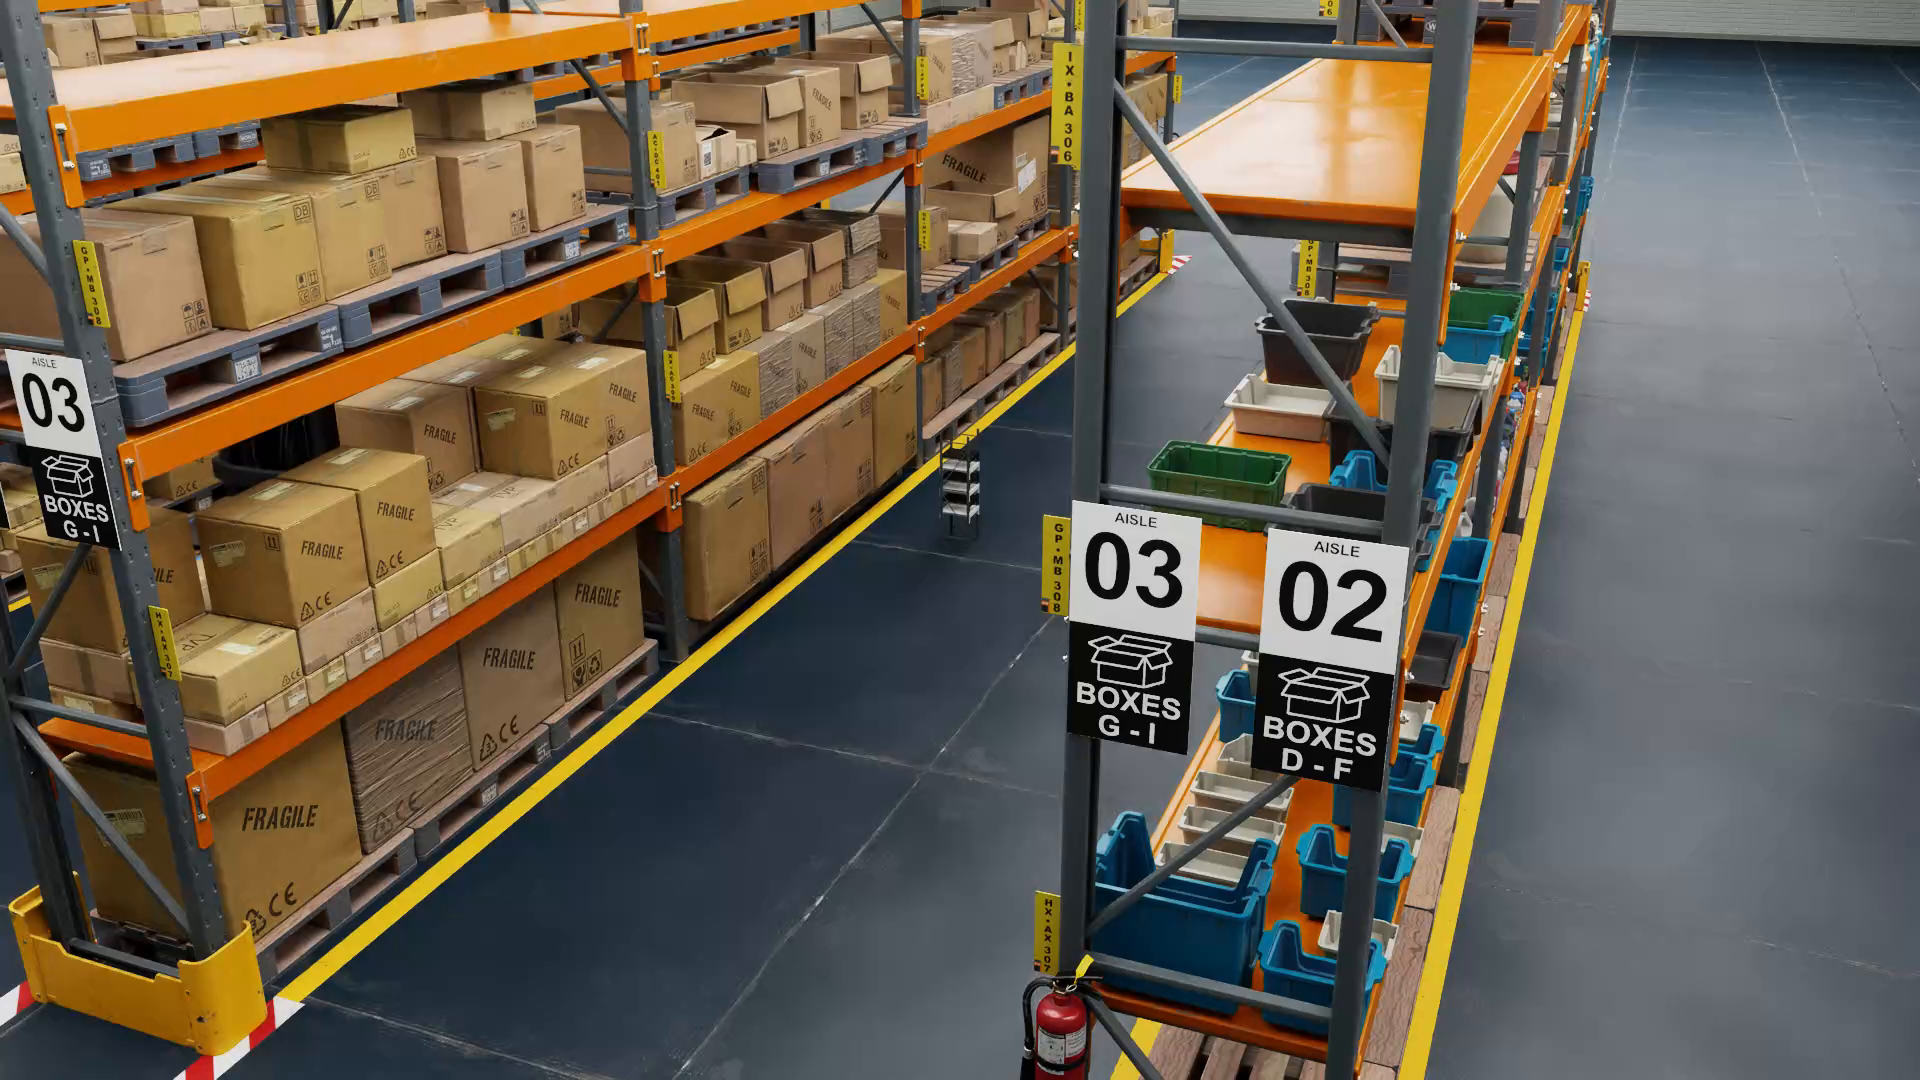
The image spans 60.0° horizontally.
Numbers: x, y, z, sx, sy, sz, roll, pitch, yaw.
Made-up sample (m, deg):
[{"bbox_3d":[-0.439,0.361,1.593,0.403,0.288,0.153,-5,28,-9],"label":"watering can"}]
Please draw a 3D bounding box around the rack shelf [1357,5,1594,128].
[{"bbox_3d":[3.047,-2.909,9.714,1.077,0.370,4.000,9,24,20],"label":"rack shelf"}]

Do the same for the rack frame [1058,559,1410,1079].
[{"bbox_3d":[0.819,1.490,5.514,1.000,3.000,0.127,9,24,20],"label":"rack frame"}]

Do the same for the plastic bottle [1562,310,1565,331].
[{"bbox_3d":[6.316,-2.326,17.613,0.152,0.276,0.135,8,24,19],"label":"plastic bottle"}]

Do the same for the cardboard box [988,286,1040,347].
[{"bbox_3d":[0.429,-2.346,17.371,0.700,0.500,0.500,7,24,16],"label":"cardboard box"}]

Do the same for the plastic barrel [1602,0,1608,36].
[{"bbox_3d":[6.699,-5.820,18.020,0.600,0.830,0.708,9,24,20],"label":"plastic barrel"}]

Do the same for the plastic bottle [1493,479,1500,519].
[{"bbox_3d":[3.167,-0.276,9.892,0.061,0.283,0.133,9,24,20],"label":"plastic bottle"}]

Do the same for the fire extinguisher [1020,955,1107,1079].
[{"bbox_3d":[0.341,1.686,5.627,0.296,0.674,0.183,9,24,20],"label":"fire extinguisher"}]

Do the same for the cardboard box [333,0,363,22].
[{"bbox_3d":[-7.923,-6.689,21.011,0.500,0.250,0.500,9,24,20],"label":"cardboard box"}]

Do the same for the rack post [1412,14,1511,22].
[{"bbox_3d":[2.938,-3.222,9.659,0.937,0.300,0.954,12,25,26],"label":"rack post"}]

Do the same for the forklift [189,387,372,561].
[{"bbox_3d":[-4.094,-0.787,11.053,1.130,2.935,3.031,7,24,17],"label":"forklift"}]

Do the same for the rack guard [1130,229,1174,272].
[{"bbox_3d":[2.135,-3.764,21.336,1.175,0.500,0.348,9,24,20],"label":"rack guard"}]

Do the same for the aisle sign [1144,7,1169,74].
[{"bbox_3d":[2.465,-6.124,20.368,0.394,0.787,0.004,9,24,20],"label":"aisle sign"}]

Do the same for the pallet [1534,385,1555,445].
[{"bbox_3d":[5.020,-1.231,15.646,1.003,0.211,1.213,9,24,20],"label":"pallet"}]

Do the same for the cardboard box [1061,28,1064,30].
[{"bbox_3d":[1.292,-5.378,17.741,0.380,0.149,0.250,10,24,22],"label":"cardboard box"}]

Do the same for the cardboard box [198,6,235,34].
[{"bbox_3d":[-8.799,-6.031,19.277,0.500,0.250,0.500,9,24,21],"label":"cardboard box"}]

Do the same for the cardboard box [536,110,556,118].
[{"bbox_3d":[-4.258,-4.404,18.198,0.700,0.500,0.500,8,24,19],"label":"cardboard box"}]

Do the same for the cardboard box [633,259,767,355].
[{"bbox_3d":[-1.799,-1.633,11.560,0.797,0.503,0.637,9,24,21],"label":"cardboard box"}]

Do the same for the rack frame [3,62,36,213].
[{"bbox_3d":[-10.009,-3.501,17.462,1.000,3.000,0.127,9,24,20],"label":"rack frame"}]

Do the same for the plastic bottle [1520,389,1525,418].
[{"bbox_3d":[3.891,-0.954,11.623,0.097,0.201,0.097,0,23,0],"label":"plastic bottle"}]

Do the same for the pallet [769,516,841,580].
[{"bbox_3d":[-1.626,-0.089,12.912,1.003,0.211,1.213,9,24,20],"label":"pallet"}]

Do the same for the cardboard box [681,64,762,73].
[{"bbox_3d":[-3.031,-5.741,21.228,0.875,0.550,0.550,9,24,20],"label":"cardboard box"}]

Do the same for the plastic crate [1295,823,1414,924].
[{"bbox_3d":[1.461,1.263,6.197,0.416,0.233,0.300,9,24,20],"label":"plastic crate"}]

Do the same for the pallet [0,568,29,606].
[{"bbox_3d":[-7.078,0.135,12.375,1.003,0.211,1.213,9,24,20],"label":"pallet"}]

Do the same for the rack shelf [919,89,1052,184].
[{"bbox_3d":[-0.065,-3.850,15.339,1.077,0.370,4.000,9,24,20],"label":"rack shelf"}]

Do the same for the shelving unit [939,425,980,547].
[{"bbox_3d":[-0.003,-0.412,12.792,0.258,0.900,0.210,9,24,20],"label":"shelving unit"}]

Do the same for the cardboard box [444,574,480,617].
[{"bbox_3d":[-2.772,0.266,8.769,0.380,0.149,0.250,8,24,19],"label":"cardboard box"}]

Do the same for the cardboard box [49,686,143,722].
[{"bbox_3d":[-3.953,0.722,7.678,0.380,0.149,0.250,9,24,21],"label":"cardboard box"}]

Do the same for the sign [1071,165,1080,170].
[{"bbox_3d":[1.194,-3.970,17.082,0.100,0.325,0.005,9,24,20],"label":"sign"}]

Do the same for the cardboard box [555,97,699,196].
[{"bbox_3d":[-2.088,-2.484,10.461,0.700,0.500,0.500,9,24,21],"label":"cardboard box"}]

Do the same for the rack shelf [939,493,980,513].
[{"bbox_3d":[-0.003,-0.299,12.840,0.258,0.077,0.200,9,24,20],"label":"rack shelf"}]

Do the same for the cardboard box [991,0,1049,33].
[{"bbox_3d":[0.608,-5.509,17.214,0.500,0.500,0.500,8,24,19],"label":"cardboard box"}]

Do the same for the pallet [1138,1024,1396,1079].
[{"bbox_3d":[1.161,2.487,6.745,1.003,0.211,1.213,9,24,20],"label":"pallet"}]

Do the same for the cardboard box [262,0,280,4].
[{"bbox_3d":[-8.608,-6.713,20.552,0.380,0.149,0.250,9,24,21],"label":"cardboard box"}]

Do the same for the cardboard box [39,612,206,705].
[{"bbox_3d":[-3.846,0.501,7.689,0.500,0.250,0.500,8,24,19],"label":"cardboard box"}]

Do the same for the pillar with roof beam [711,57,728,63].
[{"bbox_3d":[-2.060,-15.546,38.516,9.100,9.000,0.400,9,24,20],"label":"pillar with roof beam"}]

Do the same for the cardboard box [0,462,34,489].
[{"bbox_3d":[-7.182,-0.456,12.555,0.380,0.149,0.250,10,25,22],"label":"cardboard box"}]

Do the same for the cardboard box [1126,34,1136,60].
[{"bbox_3d":[1.657,-5.509,18.572,0.500,0.250,0.500,8,24,19],"label":"cardboard box"}]

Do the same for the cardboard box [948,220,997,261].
[{"bbox_3d":[0.028,-2.774,15.370,0.500,0.250,0.500,8,24,19],"label":"cardboard box"}]

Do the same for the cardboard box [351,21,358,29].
[{"bbox_3d":[-7.911,-6.551,21.198,0.380,0.149,0.250,10,25,22],"label":"cardboard box"}]

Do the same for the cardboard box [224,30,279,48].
[{"bbox_3d":[-6.032,-4.225,14.181,0.396,0.266,0.258,9,24,20],"label":"cardboard box"}]

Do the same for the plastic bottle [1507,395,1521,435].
[{"bbox_3d":[3.746,-0.847,11.276,0.097,0.271,0.097,0,23,0],"label":"plastic bottle"}]

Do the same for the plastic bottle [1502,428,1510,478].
[{"bbox_3d":[3.396,-0.571,10.511,0.144,0.351,0.185,9,24,20],"label":"plastic bottle"}]

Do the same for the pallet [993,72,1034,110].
[{"bbox_3d":[-0.033,-4.234,15.568,1.213,0.211,1.003,9,24,20],"label":"pallet"}]

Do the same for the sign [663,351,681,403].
[{"bbox_3d":[-1.778,-1.008,10.268,0.100,0.325,0.005,9,24,20],"label":"sign"}]

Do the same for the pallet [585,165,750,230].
[{"bbox_3d":[-1.999,-2.282,10.900,0.805,0.209,1.217,8,24,18],"label":"pallet"}]

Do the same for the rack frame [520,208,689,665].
[{"bbox_3d":[-2.294,-0.651,10.639,1.000,3.000,0.127,9,24,20],"label":"rack frame"}]

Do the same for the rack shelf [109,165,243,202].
[{"bbox_3d":[-9.266,-3.885,19.314,1.077,0.370,4.000,9,24,20],"label":"rack shelf"}]

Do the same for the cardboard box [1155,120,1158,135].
[{"bbox_3d":[1.934,-4.935,20.381,0.875,0.500,0.500,9,24,20],"label":"cardboard box"}]

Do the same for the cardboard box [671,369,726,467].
[{"bbox_3d":[-1.891,-0.826,10.928,0.500,0.500,0.500,9,24,20],"label":"cardboard box"}]

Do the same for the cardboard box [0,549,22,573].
[{"bbox_3d":[-6.903,0.099,11.999,0.380,0.149,0.250,8,24,18],"label":"cardboard box"}]

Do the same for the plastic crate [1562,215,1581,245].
[{"bbox_3d":[6.042,-3.152,16.902,0.450,0.188,0.662,9,24,20],"label":"plastic crate"}]

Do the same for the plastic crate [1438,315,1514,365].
[{"bbox_3d":[2.263,-0.877,7.506,0.416,0.233,0.300,9,24,20],"label":"plastic crate"}]

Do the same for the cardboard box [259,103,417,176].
[{"bbox_3d":[-3.020,-1.957,8.097,0.500,0.250,0.500,8,24,18],"label":"cardboard box"}]

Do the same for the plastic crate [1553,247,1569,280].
[{"bbox_3d":[5.155,-2.358,14.746,0.392,0.384,0.575,9,24,20],"label":"plastic crate"}]

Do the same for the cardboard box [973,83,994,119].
[{"bbox_3d":[-0.024,-3.898,14.715,0.500,0.250,0.500,9,24,21],"label":"cardboard box"}]

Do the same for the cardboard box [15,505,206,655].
[{"bbox_3d":[-3.843,0.155,7.546,0.500,0.500,0.500,9,24,21],"label":"cardboard box"}]

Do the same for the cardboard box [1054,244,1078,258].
[{"bbox_3d":[1.227,-3.131,19.274,0.500,0.500,0.500,7,24,15],"label":"cardboard box"}]

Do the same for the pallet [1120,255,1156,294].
[{"bbox_3d":[1.800,-3.345,20.708,1.003,0.211,1.213,9,24,20],"label":"pallet"}]
